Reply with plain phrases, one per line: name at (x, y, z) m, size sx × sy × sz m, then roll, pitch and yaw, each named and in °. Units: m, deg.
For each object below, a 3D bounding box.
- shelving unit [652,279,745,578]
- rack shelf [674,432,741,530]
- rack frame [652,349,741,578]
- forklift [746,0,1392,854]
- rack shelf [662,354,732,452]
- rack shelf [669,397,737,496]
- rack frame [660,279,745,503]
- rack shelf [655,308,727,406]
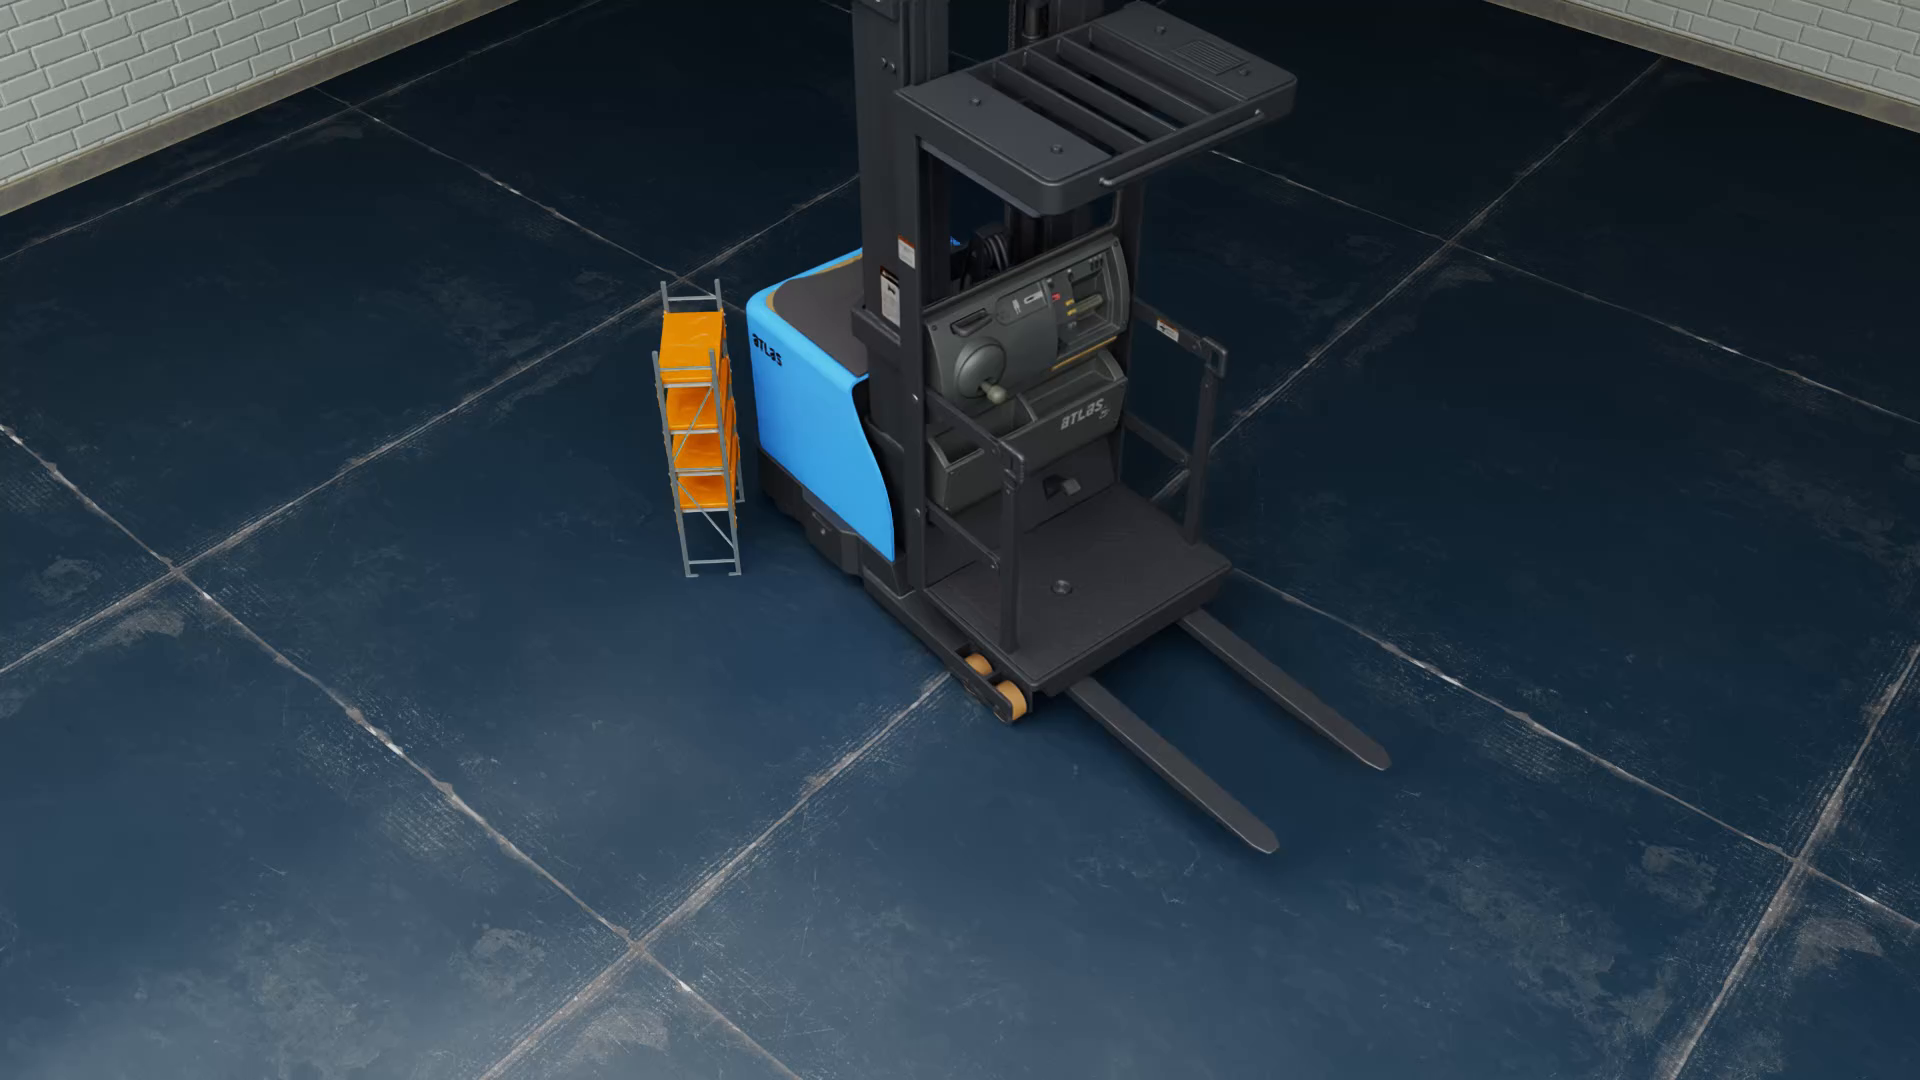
shelving unit at (-1.091, -0.453, 7.039) m, size 0.258 × 1.200 × 0.503 m, roll -2°, pitch 42°, yaw -3°
rack shelf at (-1.091, -0.257, 7.218) m, size 0.258 × 0.148 × 0.480 m, roll -2°, pitch 42°, yaw -3°
rack frame at (-1.075, -0.290, 6.859) m, size 0.240 × 1.200 × 0.015 m, roll -2°, pitch 42°, yaw -3°
forklift at (0.401, -0.742, 6.069) m, size 1.130 × 2.935 × 3.031 m, roll -29°, pitch 49°, yaw -28°
rack shelf at (-1.091, -0.569, 6.934) m, size 0.258 × 0.148 × 0.480 m, roll -2°, pitch 42°, yaw -3°
rack shelf at (-1.091, -0.404, 7.084) m, size 0.258 × 0.148 × 0.480 m, roll -2°, pitch 42°, yaw -3°
rack frame at (-1.107, -0.617, 7.219) m, size 0.240 × 1.200 × 0.015 m, roll -2°, pitch 42°, yaw -3°
rack shelf at (-1.091, -0.744, 6.775) m, size 0.258 × 0.148 × 0.480 m, roll -2°, pitch 42°, yaw -3°
